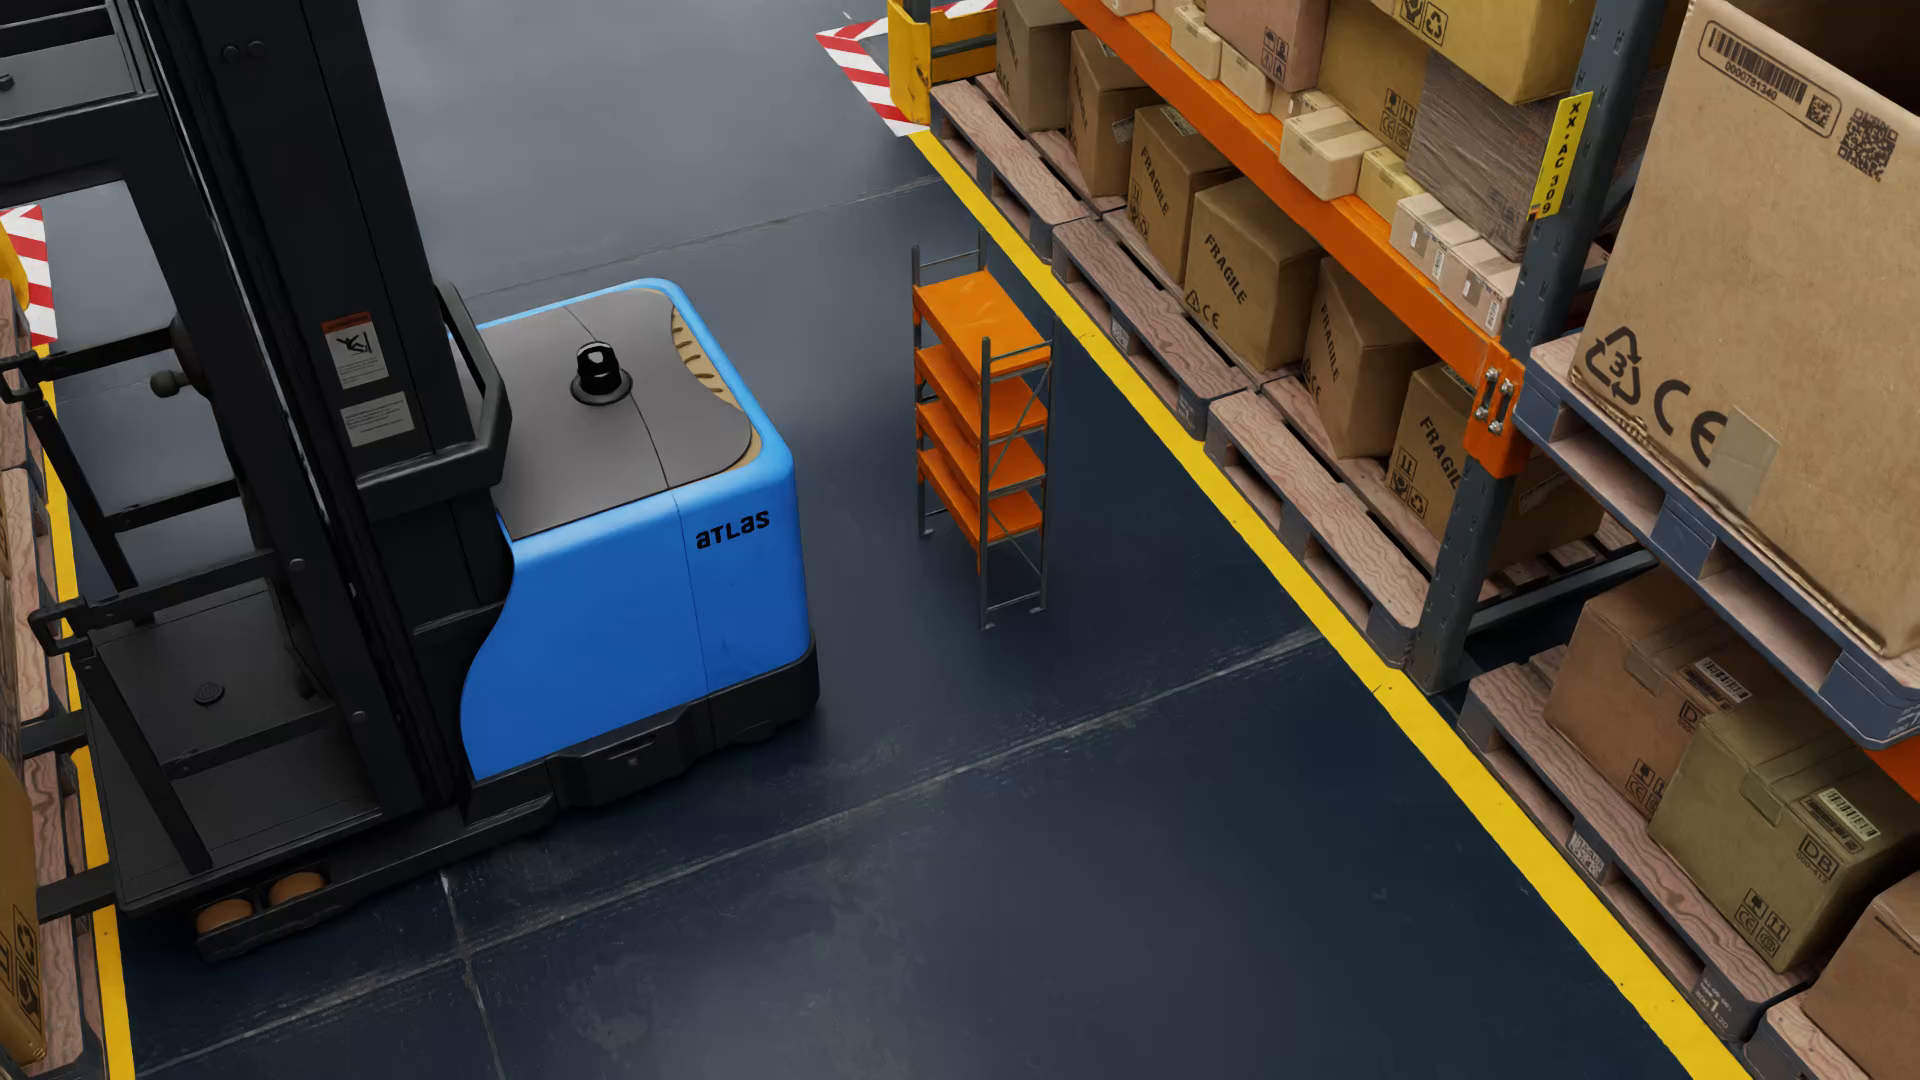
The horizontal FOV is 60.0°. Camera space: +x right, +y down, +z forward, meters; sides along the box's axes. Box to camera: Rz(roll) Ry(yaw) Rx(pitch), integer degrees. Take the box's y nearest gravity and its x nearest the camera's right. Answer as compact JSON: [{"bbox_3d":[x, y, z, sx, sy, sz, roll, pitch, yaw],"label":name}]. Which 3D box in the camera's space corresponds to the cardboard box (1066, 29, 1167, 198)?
[{"bbox_3d":[0.748,-1.790,6.909,0.500,0.500,0.500,-7,45,-7],"label":"cardboard box"}]

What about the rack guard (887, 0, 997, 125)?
[{"bbox_3d":[0.250,-2.366,7.792,1.175,0.500,0.348,-18,47,-17],"label":"rack guard"}]

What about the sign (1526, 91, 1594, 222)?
[{"bbox_3d":[1.411,-0.898,3.908,0.100,0.325,0.005,-18,47,-17],"label":"sign"}]

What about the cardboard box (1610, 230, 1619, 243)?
[{"bbox_3d":[2.083,-0.891,4.697,0.380,0.149,0.250,-18,47,-17],"label":"cardboard box"}]

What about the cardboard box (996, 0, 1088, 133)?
[{"bbox_3d":[0.466,-2.161,7.285,0.500,0.500,0.500,-10,45,-10],"label":"cardboard box"}]

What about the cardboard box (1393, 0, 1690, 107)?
[{"bbox_3d":[1.461,-1.458,4.097,0.500,0.500,0.500,-18,47,-17],"label":"cardboard box"}]

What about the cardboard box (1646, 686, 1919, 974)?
[{"bbox_3d":[2.322,0.685,4.386,0.700,0.500,0.500,-18,47,-18],"label":"cardboard box"}]

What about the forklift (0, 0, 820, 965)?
[{"bbox_3d":[-1.984,-0.322,3.989,3.031,2.935,1.130,-20,48,-19],"label":"forklift"}]

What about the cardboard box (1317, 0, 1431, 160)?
[{"bbox_3d":[1.589,-1.531,4.883,0.875,0.500,0.500,-18,47,-17],"label":"cardboard box"}]

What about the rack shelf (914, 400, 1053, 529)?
[{"bbox_3d":[0.070,-0.274,5.269,0.258,0.148,0.480,-18,47,-17],"label":"rack shelf"}]

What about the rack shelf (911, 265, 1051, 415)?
[{"bbox_3d":[0.070,-0.601,4.946,0.258,0.148,0.480,-18,47,-17],"label":"rack shelf"}]

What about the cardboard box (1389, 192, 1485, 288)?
[{"bbox_3d":[1.446,-0.878,4.683,0.380,0.149,0.250,-18,47,-17],"label":"cardboard box"}]

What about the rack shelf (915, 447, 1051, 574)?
[{"bbox_3d":[0.070,-0.132,5.408,0.258,0.148,0.480,-18,47,-17],"label":"rack shelf"}]

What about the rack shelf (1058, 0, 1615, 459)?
[{"bbox_3d":[1.059,-1.774,5.924,1.077,0.370,4.000,-18,47,-17],"label":"rack shelf"}]

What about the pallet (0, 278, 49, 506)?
[{"bbox_3d":[-3.917,-0.425,6.030,1.003,0.211,1.213,-18,47,-17],"label":"pallet"}]

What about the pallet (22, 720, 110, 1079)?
[{"bbox_3d":[-2.891,1.130,4.454,1.003,0.211,1.213,-18,47,-17],"label":"pallet"}]

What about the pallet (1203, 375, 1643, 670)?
[{"bbox_3d":[1.586,-0.180,5.782,1.003,0.211,1.213,-18,47,-17],"label":"pallet"}]

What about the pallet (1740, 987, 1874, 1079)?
[{"bbox_3d":[2.746,1.512,4.068,1.003,0.211,1.213,-18,47,-17],"label":"pallet"}]

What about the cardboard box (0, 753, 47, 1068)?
[{"bbox_3d":[-2.844,0.831,3.986,0.875,0.875,0.875,-17,47,-17],"label":"cardboard box"}]

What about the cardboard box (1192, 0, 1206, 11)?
[{"bbox_3d":[1.114,-2.150,5.511,0.875,0.500,0.500,-18,47,-17],"label":"cardboard box"}]

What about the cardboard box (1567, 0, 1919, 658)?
[{"bbox_3d":[2.107,-0.570,3.466,1.000,1.000,1.000,-18,47,-17],"label":"cardboard box"}]

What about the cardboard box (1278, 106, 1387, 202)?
[{"bbox_3d":[1.190,-1.181,4.991,0.380,0.149,0.250,-18,47,-17],"label":"cardboard box"}]

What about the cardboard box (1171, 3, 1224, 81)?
[{"bbox_3d":[0.926,-1.676,5.492,0.380,0.149,0.250,-18,47,-17],"label":"cardboard box"}]

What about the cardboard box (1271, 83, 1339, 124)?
[{"bbox_3d":[1.204,-1.380,5.191,0.380,0.149,0.250,-18,47,-17],"label":"cardboard box"}]

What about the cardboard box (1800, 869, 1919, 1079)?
[{"bbox_3d":[2.558,1.042,4.025,0.700,0.500,0.500,-22,49,-21],"label":"cardboard box"}]

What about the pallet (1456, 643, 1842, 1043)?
[{"bbox_3d":[2.229,0.733,4.857,1.003,0.211,1.213,-18,47,-17],"label":"pallet"}]

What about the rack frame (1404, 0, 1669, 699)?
[{"bbox_3d":[1.900,-0.755,4.380,1.000,3.000,0.127,-18,47,-17],"label":"rack frame"}]

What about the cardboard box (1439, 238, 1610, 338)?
[{"bbox_3d":[1.543,-0.716,4.519,0.380,0.149,0.250,-18,47,-17],"label":"cardboard box"}]

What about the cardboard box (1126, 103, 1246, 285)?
[{"bbox_3d":[0.994,-1.386,6.499,0.500,0.500,0.500,-14,46,-14],"label":"cardboard box"}]

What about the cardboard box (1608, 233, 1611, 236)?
[{"bbox_3d":[1.989,-1.055,4.862,0.380,0.149,0.250,-18,47,-17],"label":"cardboard box"}]

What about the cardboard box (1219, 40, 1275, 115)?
[{"bbox_3d":[1.062,-1.527,5.341,0.380,0.149,0.250,-18,47,-17],"label":"cardboard box"}]

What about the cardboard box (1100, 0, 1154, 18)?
[{"bbox_3d":[0.664,-1.978,5.798,0.380,0.149,0.250,-18,47,-17],"label":"cardboard box"}]

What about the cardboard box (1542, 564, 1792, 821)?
[{"bbox_3d":[2.139,0.376,4.700,0.700,0.500,0.500,-22,49,-20],"label":"cardboard box"}]

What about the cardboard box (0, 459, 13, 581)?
[{"bbox_3d":[-3.608,-0.324,5.157,0.875,0.875,0.875,-19,48,-18],"label":"cardboard box"}]

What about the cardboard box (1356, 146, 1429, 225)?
[{"bbox_3d":[1.396,-1.055,4.862,0.380,0.149,0.250,-18,47,-17],"label":"cardboard box"}]

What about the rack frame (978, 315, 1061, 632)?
[{"bbox_3d":[0.172,-0.166,5.064,0.240,1.200,0.015,-18,47,-17],"label":"rack frame"}]

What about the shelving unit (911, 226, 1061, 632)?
[{"bbox_3d":[0.070,-0.322,5.222,0.258,1.200,0.503,-18,47,-17],"label":"shelving unit"}]

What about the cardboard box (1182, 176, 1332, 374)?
[{"bbox_3d":[1.188,-1.017,6.125,0.500,0.500,0.500,-22,49,-21],"label":"cardboard box"}]

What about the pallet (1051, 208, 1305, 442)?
[{"bbox_3d":[1.069,-0.959,6.571,1.003,0.211,1.213,-18,47,-17],"label":"pallet"}]

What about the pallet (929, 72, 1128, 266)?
[{"bbox_3d":[0.560,-1.735,7.358,1.003,0.211,1.213,-18,47,-17],"label":"pallet"}]

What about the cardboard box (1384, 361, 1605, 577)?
[{"bbox_3d":[1.768,-0.281,5.380,0.500,0.500,0.500,-19,48,-19],"label":"cardboard box"}]

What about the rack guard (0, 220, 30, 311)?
[{"bbox_3d":[-4.335,-1.029,6.437,1.175,0.500,0.348,-18,47,-17],"label":"rack guard"}]

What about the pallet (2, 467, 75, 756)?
[{"bbox_3d":[-3.408,0.352,5.243,1.003,0.211,1.213,-18,47,-17],"label":"pallet"}]

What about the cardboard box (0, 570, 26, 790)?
[{"bbox_3d":[-3.226,0.257,4.567,0.875,0.875,0.875,-18,47,-17],"label":"cardboard box"}]

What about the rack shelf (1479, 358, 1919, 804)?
[{"bbox_3d":[2.741,0.776,3.341,1.077,0.370,4.000,-18,47,-17],"label":"rack shelf"}]

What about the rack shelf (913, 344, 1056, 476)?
[{"bbox_3d":[0.070,-0.433,5.112,0.258,0.148,0.480,-18,47,-17],"label":"rack shelf"}]

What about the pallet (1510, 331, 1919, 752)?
[{"bbox_3d":[2.089,-0.157,3.910,1.003,0.211,1.213,-18,47,-17],"label":"pallet"}]

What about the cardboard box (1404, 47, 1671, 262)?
[{"bbox_3d":[1.767,-1.202,4.549,0.875,0.500,0.500,-18,47,-17],"label":"cardboard box"}]

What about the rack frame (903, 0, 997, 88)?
[{"bbox_3d":[0.218,-3.304,6.963,1.000,3.000,0.127,-18,47,-17],"label":"rack frame"}]

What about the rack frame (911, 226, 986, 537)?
[{"bbox_3d":[-0.033,-0.477,5.379,0.240,1.200,0.015,-18,47,-17],"label":"rack frame"}]

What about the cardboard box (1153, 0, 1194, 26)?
[{"bbox_3d":[0.890,-1.858,5.676,0.380,0.149,0.250,-18,47,-17],"label":"cardboard box"}]

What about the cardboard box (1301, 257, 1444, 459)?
[{"bbox_3d":[1.520,-0.644,5.748,0.500,0.500,0.500,-5,45,-5],"label":"cardboard box"}]

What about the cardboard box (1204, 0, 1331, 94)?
[{"bbox_3d":[1.287,-1.819,5.175,0.875,0.500,0.500,-18,47,-17],"label":"cardboard box"}]

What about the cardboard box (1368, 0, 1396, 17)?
[{"bbox_3d":[1.250,-1.776,4.420,0.500,0.500,0.500,-18,47,-17],"label":"cardboard box"}]
